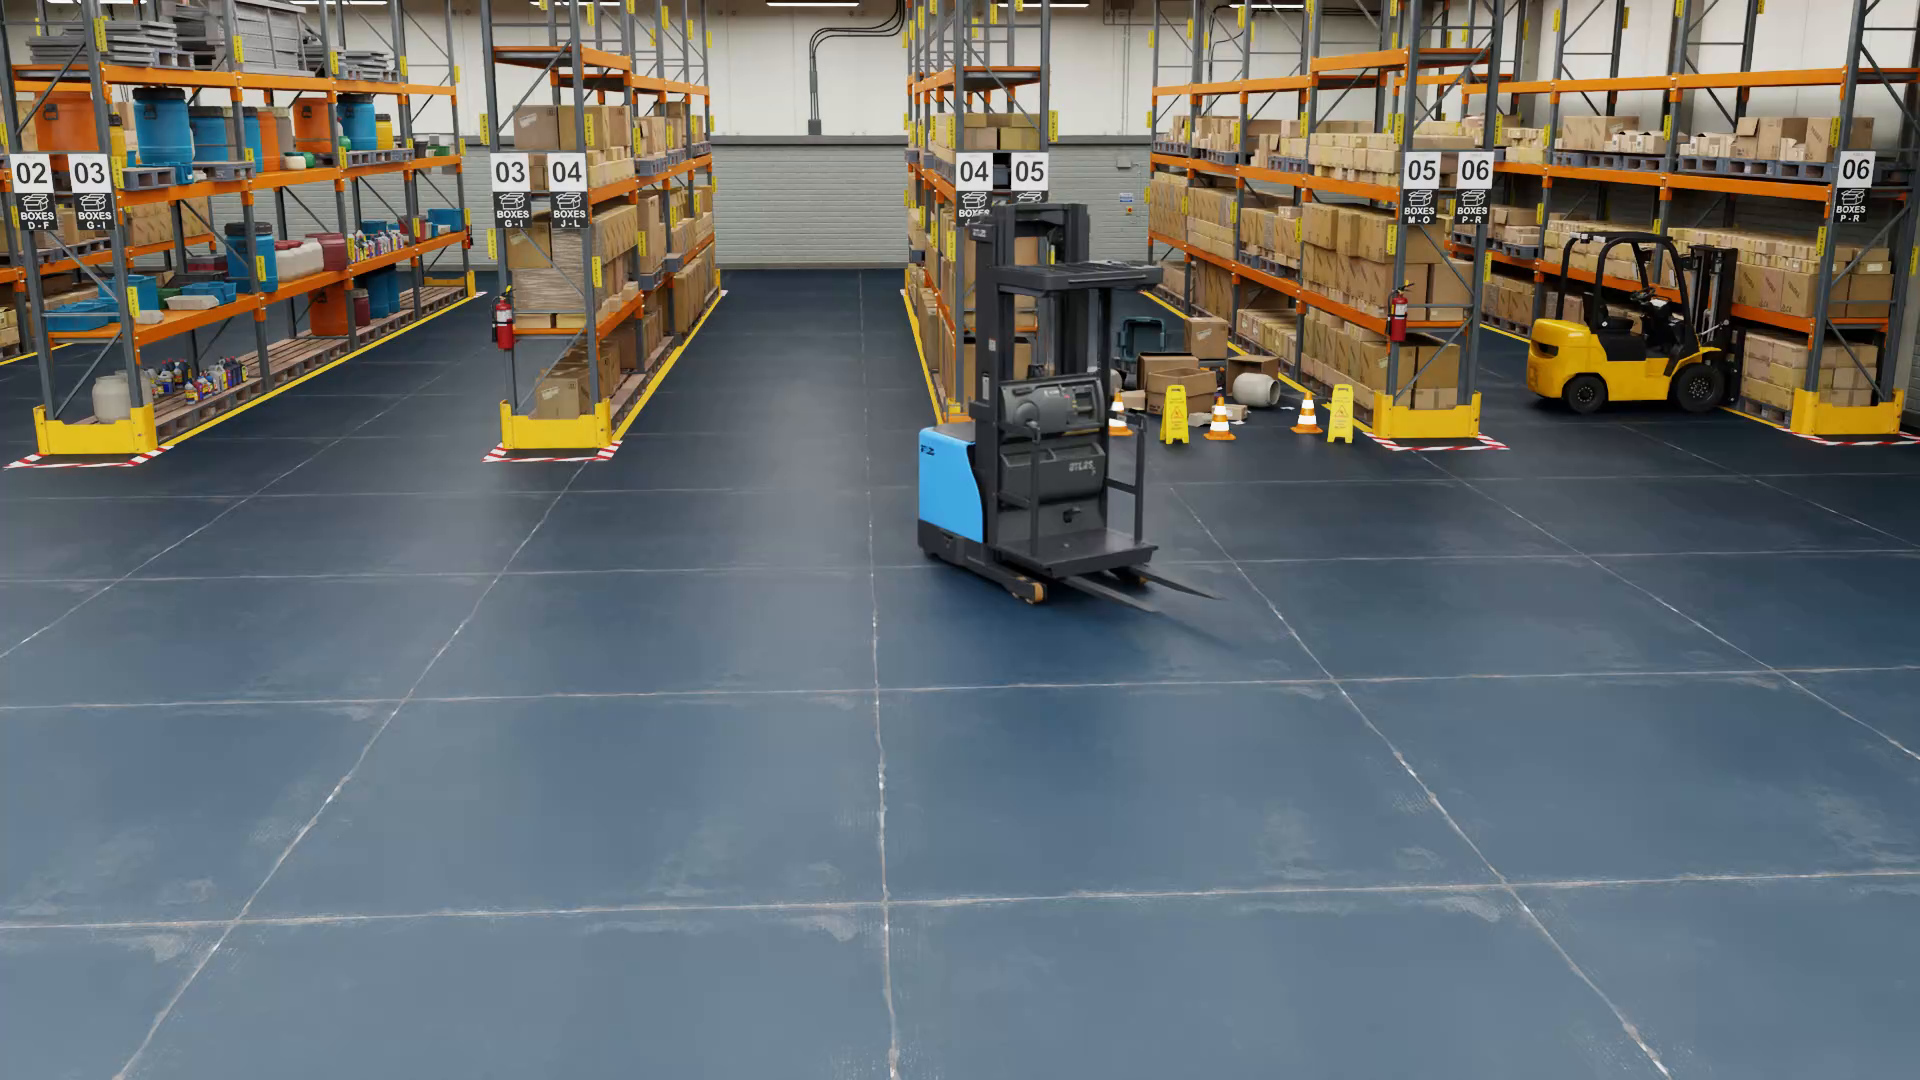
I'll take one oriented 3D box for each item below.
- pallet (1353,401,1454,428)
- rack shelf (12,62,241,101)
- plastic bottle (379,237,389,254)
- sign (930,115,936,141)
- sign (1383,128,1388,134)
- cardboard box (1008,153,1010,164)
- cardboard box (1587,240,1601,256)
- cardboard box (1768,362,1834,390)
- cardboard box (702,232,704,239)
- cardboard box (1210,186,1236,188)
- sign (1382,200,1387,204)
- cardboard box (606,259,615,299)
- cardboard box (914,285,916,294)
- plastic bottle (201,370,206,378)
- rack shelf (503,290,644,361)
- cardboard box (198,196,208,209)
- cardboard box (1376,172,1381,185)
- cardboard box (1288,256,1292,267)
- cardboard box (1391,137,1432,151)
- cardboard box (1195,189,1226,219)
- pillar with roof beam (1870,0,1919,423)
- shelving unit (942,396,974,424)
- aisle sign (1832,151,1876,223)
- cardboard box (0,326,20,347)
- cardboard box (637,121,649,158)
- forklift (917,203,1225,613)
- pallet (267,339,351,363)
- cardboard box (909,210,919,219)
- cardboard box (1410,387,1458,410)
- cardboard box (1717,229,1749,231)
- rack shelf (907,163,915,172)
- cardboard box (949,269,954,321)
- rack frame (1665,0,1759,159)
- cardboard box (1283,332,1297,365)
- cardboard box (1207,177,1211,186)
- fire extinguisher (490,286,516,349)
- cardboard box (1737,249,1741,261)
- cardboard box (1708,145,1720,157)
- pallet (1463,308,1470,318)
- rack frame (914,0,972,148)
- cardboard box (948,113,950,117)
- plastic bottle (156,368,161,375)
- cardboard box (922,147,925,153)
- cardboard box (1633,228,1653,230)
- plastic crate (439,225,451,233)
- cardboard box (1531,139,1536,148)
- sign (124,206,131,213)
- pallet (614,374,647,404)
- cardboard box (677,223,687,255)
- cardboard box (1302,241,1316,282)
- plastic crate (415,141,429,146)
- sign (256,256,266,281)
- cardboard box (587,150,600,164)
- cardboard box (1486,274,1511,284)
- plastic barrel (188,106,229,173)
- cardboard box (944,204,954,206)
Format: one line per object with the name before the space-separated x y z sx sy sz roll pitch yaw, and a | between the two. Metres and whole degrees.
pallet | 5.365 -1.520 20.009 1.003 0.211 1.213 -1 14 -3
rack shelf | -9.573 -5.280 19.234 1.077 0.370 4.000 -1 14 -3
plastic bottle | -9.783 -5.001 28.191 0.152 0.276 0.135 -1 14 -3
sign | -0.338 -5.386 21.753 0.100 0.325 0.005 -1 14 -3
sign | 5.679 -5.357 22.268 0.100 0.325 0.005 -1 14 -3
cardboard box | 0.733 -4.283 18.595 0.380 0.149 0.250 -1 14 -3
cardboard box | 9.728 -4.389 24.864 0.500 0.250 0.500 -1 14 -3
cardboard box | 9.997 -1.956 19.781 0.500 0.250 0.500 -1 14 -4
cardboard box | -5.003 -5.697 31.152 0.380 0.149 0.250 -1 14 -4
cardboard box | 4.854 -6.288 30.737 0.500 0.500 0.500 -1 14 -3
sign | 8.806 -7.116 34.427 0.100 0.325 0.005 -1 14 -3
cardboard box | -4.670 -3.197 20.135 0.875 0.500 0.500 -1 14 -3
cardboard box | -0.658 -4.639 30.817 0.380 0.149 0.250 -2 15 -6
plastic bottle | -9.438 -1.985 20.791 0.061 0.283 0.133 -1 14 -3
rack shelf | -4.630 -2.645 20.229 1.077 0.370 4.000 -1 14 -3
cardboard box | -15.083 -6.749 32.530 0.500 0.500 0.500 -1 14 -4
cardboard box | 5.053 -4.192 19.283 0.380 0.149 0.250 0 14 -2
cardboard box | 4.831 -3.915 23.382 0.380 0.149 0.250 -1 14 -5
cardboard box | 5.070 -4.445 18.668 0.380 0.149 0.250 -1 14 -3
cardboard box | 4.441 -5.926 29.330 0.500 0.500 0.500 -1 14 -4
pillar with roof beam | 6.899 -5.752 18.823 9.100 9.000 0.400 -1 14 -3
shelving unit | -0.012 -0.623 14.540 0.258 1.200 0.503 -1 14 -3
aisle sign | 10.050 -3.964 18.697 0.394 0.787 0.004 -1 14 -3
cardboard box | -14.613 -3.078 25.144 0.500 0.250 0.500 -1 14 -2
cardboard box | -4.743 -5.549 23.004 0.797 0.503 0.637 0 14 -1
forklift | 0.841 -1.064 12.780 1.130 2.935 3.031 -9 17 -30
pallet | -9.936 -2.865 25.238 1.003 0.211 1.213 -1 14 -3
cardboard box | -0.691 -5.663 28.984 0.380 0.149 0.250 -1 14 -3
cardboard box | 5.611 -1.725 19.887 0.500 0.250 0.500 -1 14 -4
cardboard box | 10.387 -4.090 22.302 0.380 0.149 0.250 -1 14 -5
rack shelf | -0.416 -7.133 31.654 1.077 0.370 4.000 -1 14 -3
cardboard box | 0.327 -2.848 19.273 0.875 0.550 0.550 -1 14 -3
rack frame | 10.091 -6.626 22.221 1.000 3.000 0.127 -1 14 -3
cardboard box | 5.102 -2.704 23.449 0.950 0.372 0.625 -1 14 -3
cardboard box | 4.791 -6.689 30.994 0.380 0.149 0.250 -1 14 -4
fire extinguisher | -4.959 -2.422 18.077 0.296 0.674 0.183 -1 14 -3
cardboard box | 9.924 -3.615 21.055 0.380 0.149 0.250 -1 14 -5
cardboard box | 9.864 -4.996 21.366 0.380 0.149 0.250 0 14 -2
pallet | 9.684 -4.158 30.264 1.003 0.211 1.213 -1 14 -3
rack frame | -0.293 -8.437 29.257 1.000 3.000 0.127 -1 14 -3
cardboard box | 0.062 -4.720 18.693 0.380 0.149 0.250 -1 14 -3
plastic bottle | -10.081 -2.016 20.909 0.061 0.283 0.133 0 14 -1
cardboard box | -0.334 -6.176 26.289 0.500 0.500 0.500 -1 14 -3
cardboard box | 10.236 -4.554 24.704 0.380 0.149 0.250 -1 14 -3
plastic crate | -10.209 -6.100 32.622 0.396 0.136 0.243 -1 14 -3
cardboard box | 9.594 -6.504 27.265 0.380 0.149 0.250 -1 14 -2
sign | -14.583 -5.898 29.107 0.100 0.325 0.005 -1 14 -3
pallet | -4.677 -1.973 21.772 1.003 0.211 1.213 -1 14 -3
cardboard box | -4.858 -5.039 27.889 0.500 0.500 0.500 -1 14 -3
cardboard box | 4.886 -3.722 22.175 0.500 0.500 0.500 -1 14 -4
plastic crate | -10.695 -7.688 32.628 0.497 0.269 0.590 -1 14 -3
sign | -9.147 -3.554 21.763 0.100 0.325 0.005 -1 14 -3
cardboard box | -4.296 -4.336 18.842 0.380 0.149 0.250 0 14 -1
cardboard box | 9.496 -4.600 29.258 0.380 0.149 0.250 0 14 -1
plastic barrel | -9.945 -5.232 21.817 0.600 0.901 0.708 -1 14 -3
cardboard box | 0.040 -4.704 24.582 0.700 0.500 0.500 -1 14 -4
